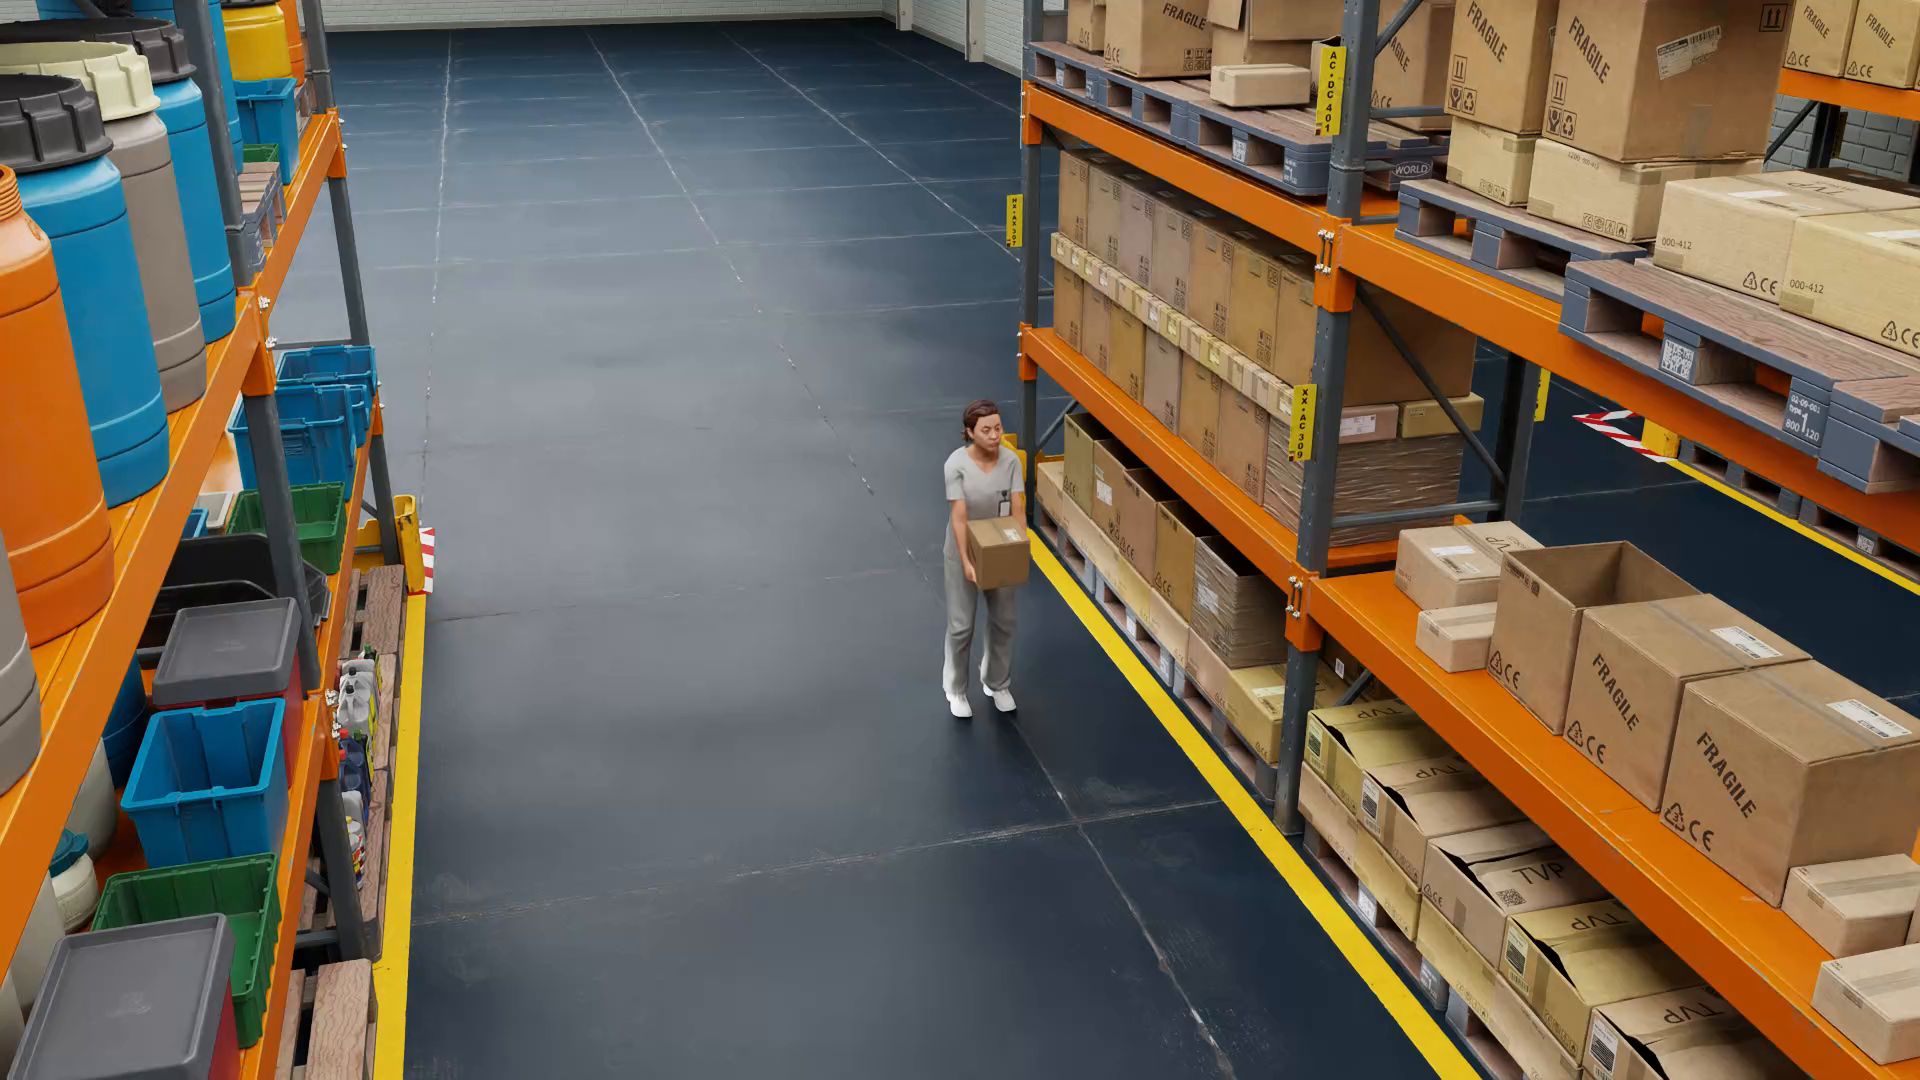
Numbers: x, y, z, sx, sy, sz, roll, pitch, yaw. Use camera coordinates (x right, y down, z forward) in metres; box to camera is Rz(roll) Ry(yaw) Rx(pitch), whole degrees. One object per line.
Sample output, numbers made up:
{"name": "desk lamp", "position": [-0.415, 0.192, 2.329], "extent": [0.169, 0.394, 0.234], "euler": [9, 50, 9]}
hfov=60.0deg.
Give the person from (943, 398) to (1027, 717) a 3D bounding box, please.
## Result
{"name": "person", "position": [0.135, 0.131, 8.343], "extent": [0.411, 1.639, 0.501], "euler": [-7, 24, -16]}
